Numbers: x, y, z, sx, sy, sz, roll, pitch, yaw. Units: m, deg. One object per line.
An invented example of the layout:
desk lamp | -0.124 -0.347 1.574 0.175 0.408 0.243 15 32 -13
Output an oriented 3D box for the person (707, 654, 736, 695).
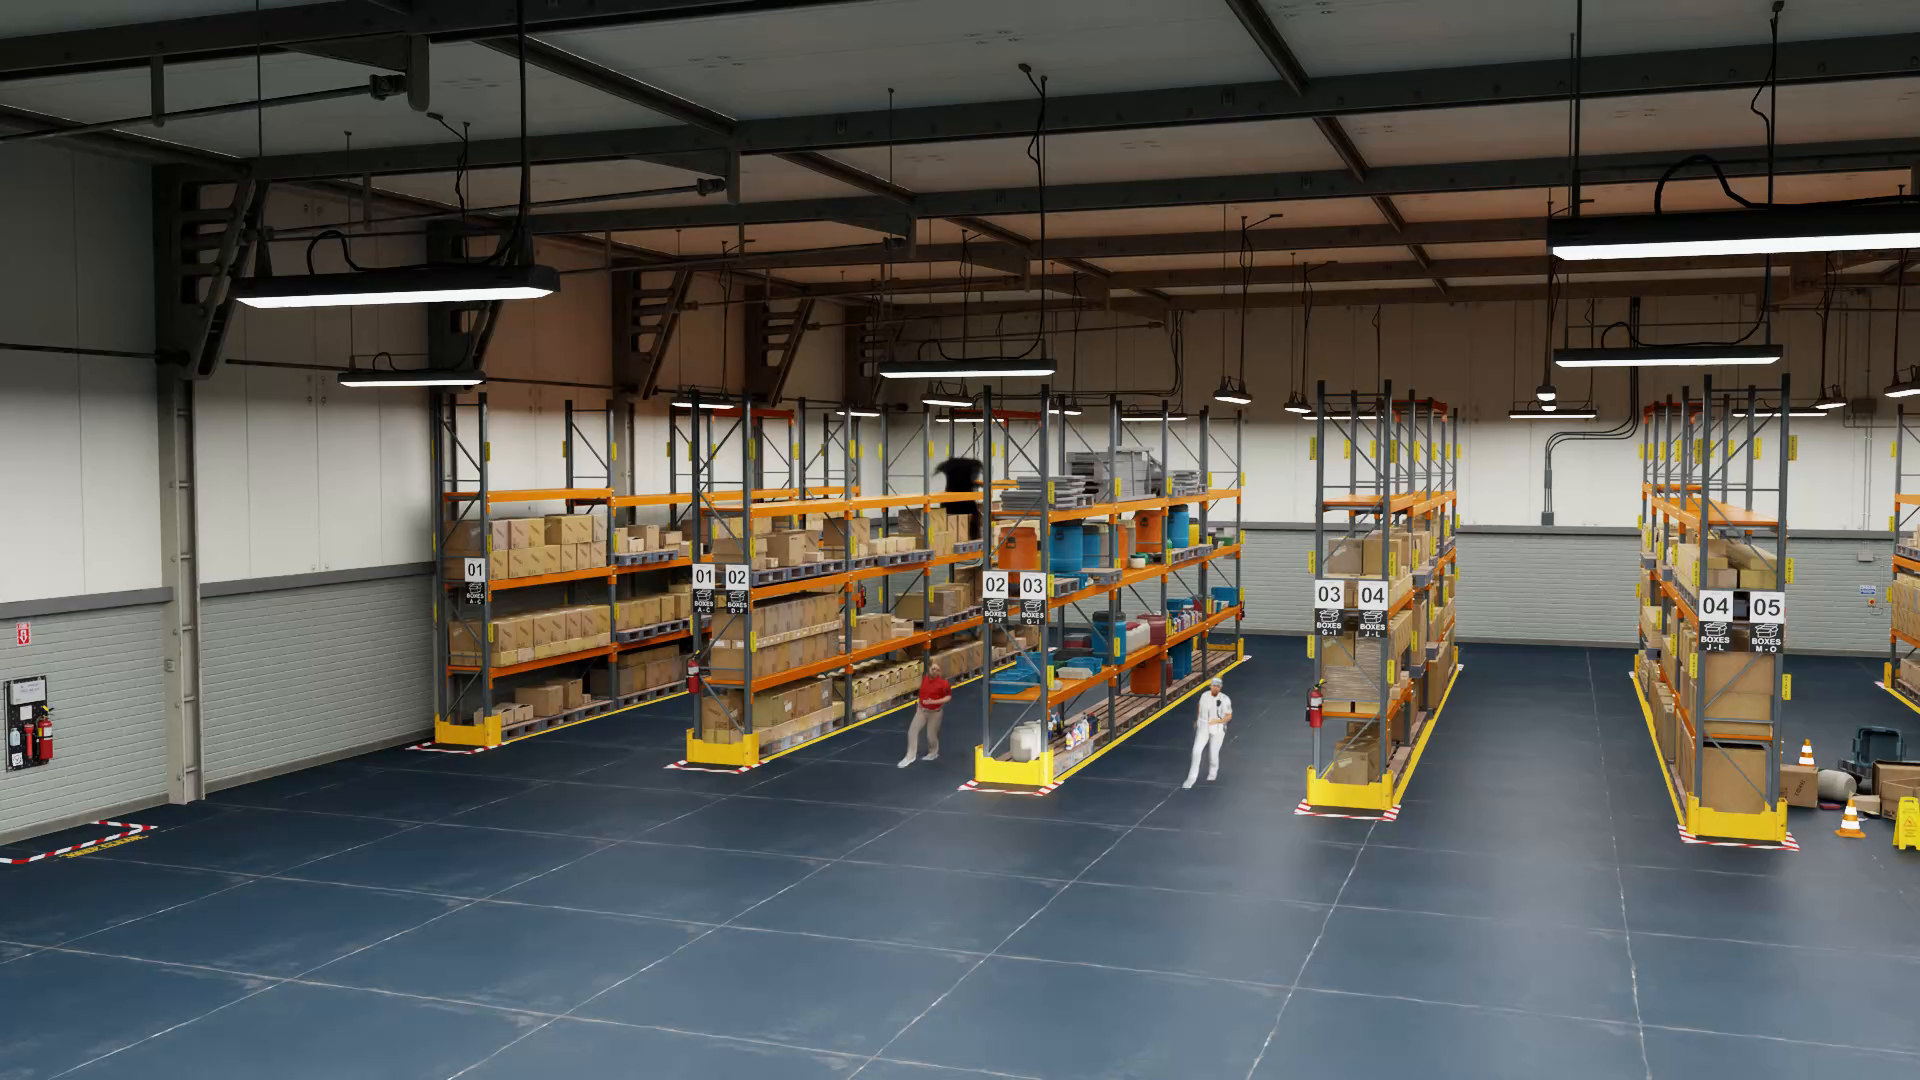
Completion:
person | -4.218 2.543 30.068 0.655 1.741 0.985 0 3 6

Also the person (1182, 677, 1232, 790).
person | 3.729 2.847 24.768 0.674 1.645 0.828 1 3 21

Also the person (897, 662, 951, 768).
person | -0.475 2.761 26.444 0.845 1.687 0.747 1 3 25

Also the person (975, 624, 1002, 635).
person | 0.827 1.775 43.954 0.863 1.821 0.689 2 3 28
